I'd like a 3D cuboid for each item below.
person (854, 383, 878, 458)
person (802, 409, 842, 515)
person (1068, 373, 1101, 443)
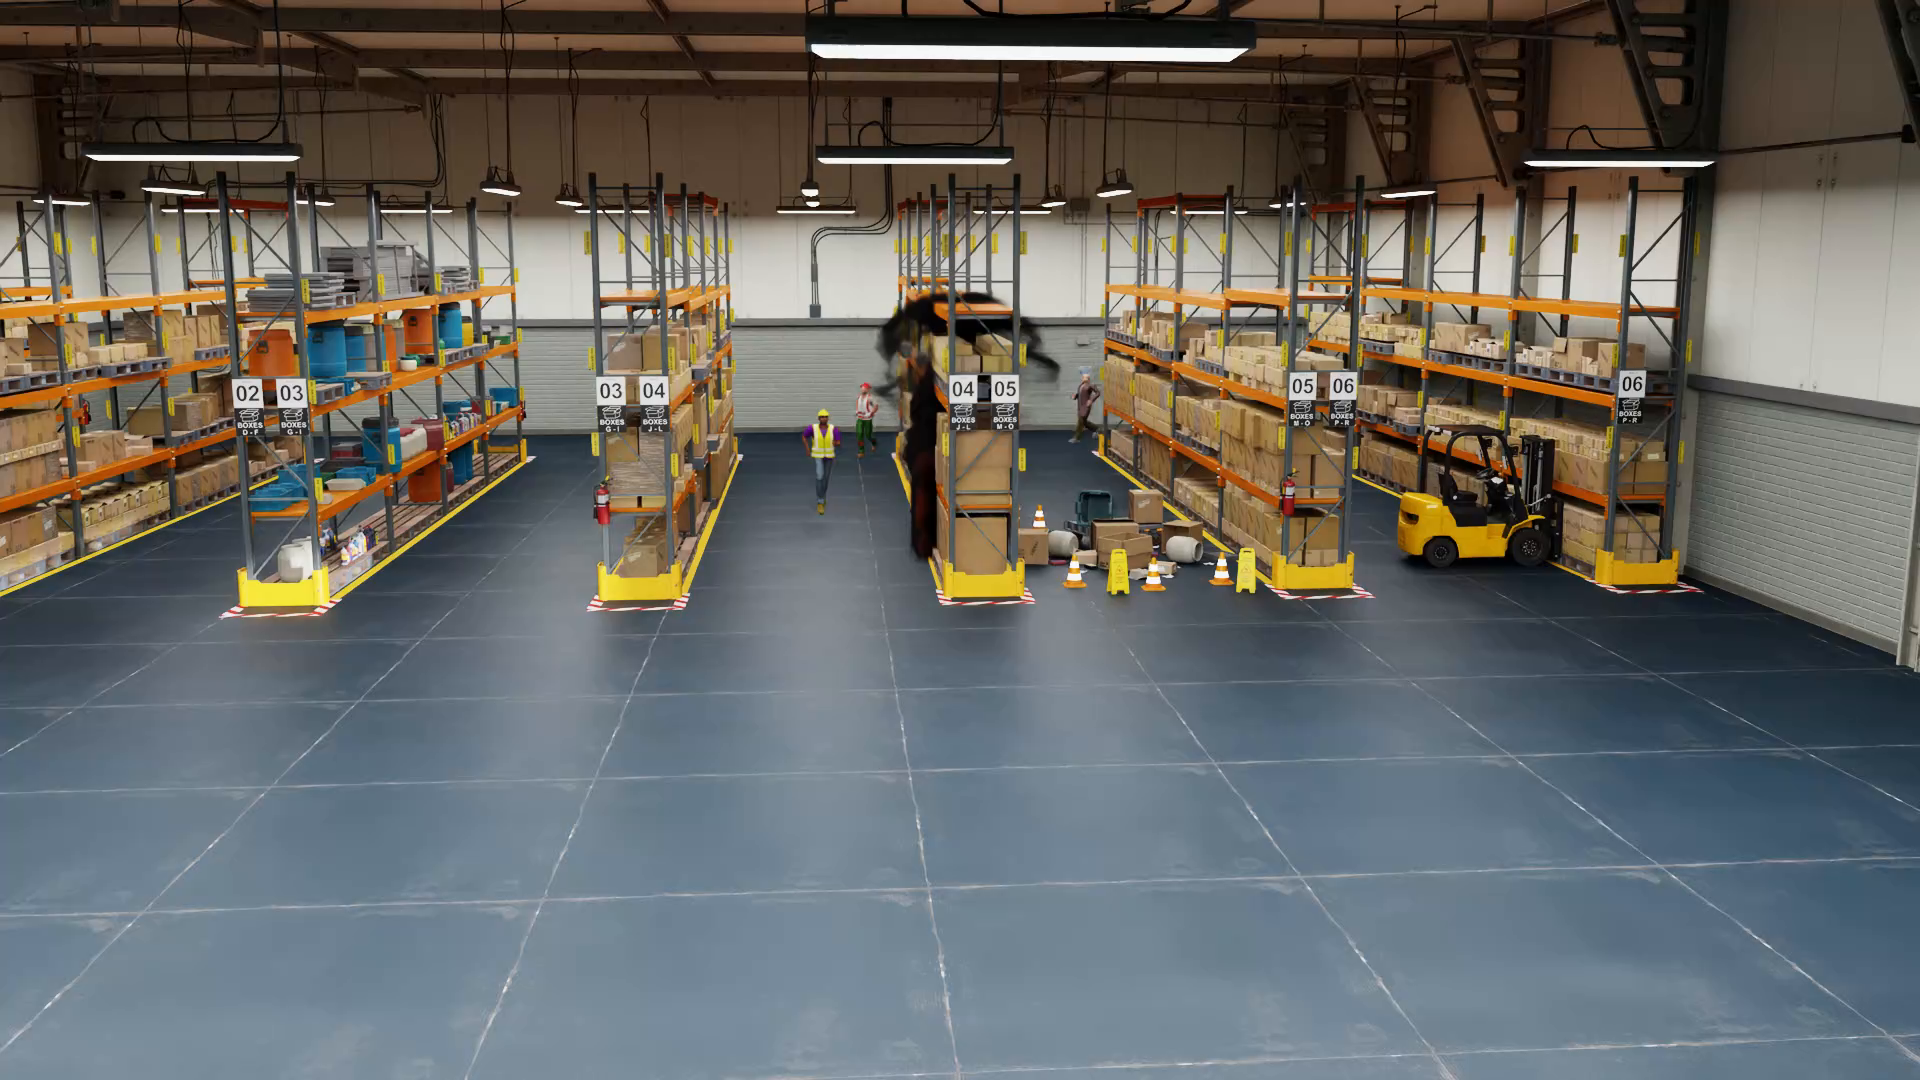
[{"bbox_3d":[-2.259,-2.898,40.041,0.660,1.796,0.881,4,11,23],"label":"person"},{"bbox_3d":[-2.476,-1.434,30.186,0.674,1.879,0.754,-3,11,-18],"label":"person"},{"bbox_3d":[3.213,-3.394,42.719,1.040,1.773,0.710,-5,11,-27],"label":"person"}]
